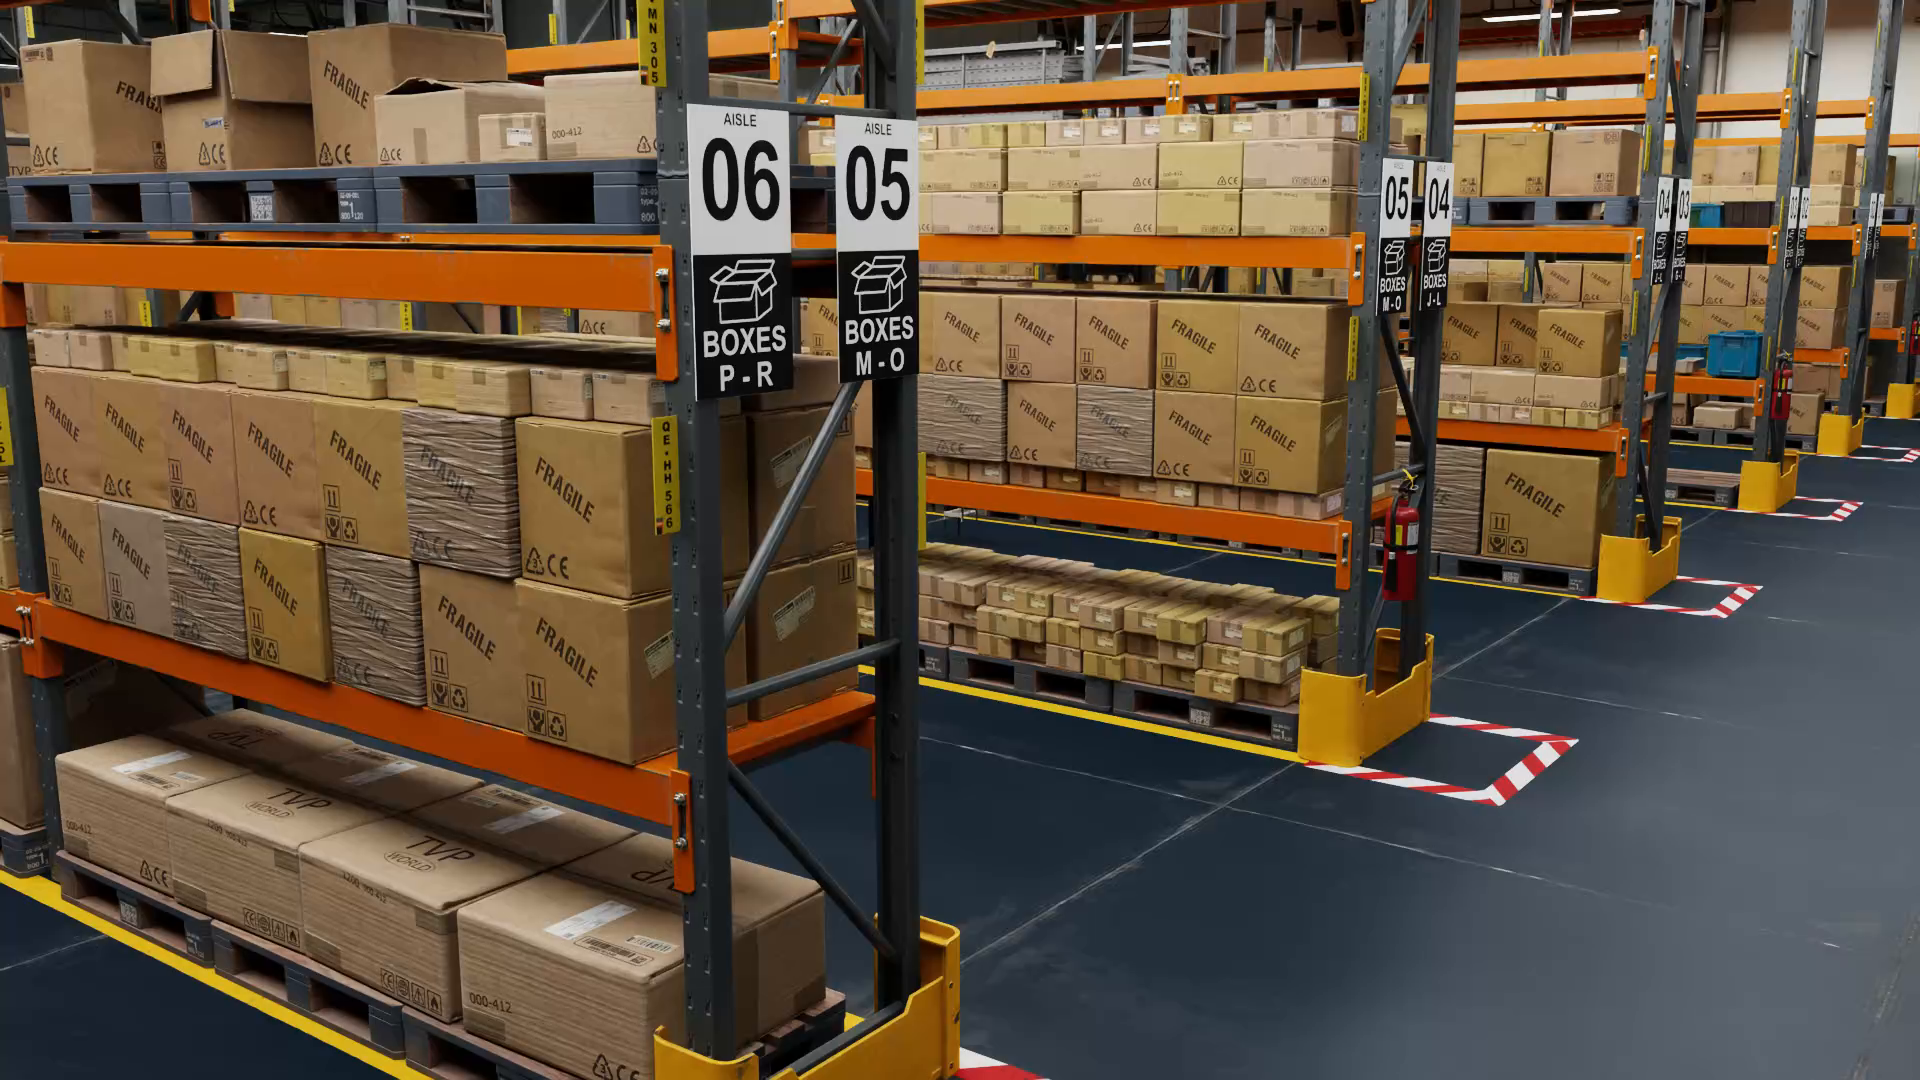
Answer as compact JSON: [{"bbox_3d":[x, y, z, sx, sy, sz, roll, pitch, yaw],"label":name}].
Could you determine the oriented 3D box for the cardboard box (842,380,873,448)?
[{"bbox_3d":[-0.604,-0.895,10.935,0.500,0.500,0.500,8,13,35],"label":"cardboard box"}]

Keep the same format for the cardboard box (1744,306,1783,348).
[{"bbox_3d":[10.312,-2.724,21.172,0.500,0.500,0.500,8,14,36],"label":"cardboard box"}]

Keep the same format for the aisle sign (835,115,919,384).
[{"bbox_3d":[-0.249,-0.888,5.100,0.004,0.787,0.394,8,13,36],"label":"aisle sign"}]

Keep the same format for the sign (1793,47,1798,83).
[{"bbox_3d":[8.007,-4.552,15.937,0.005,0.325,0.100,8,13,36],"label":"sign"}]

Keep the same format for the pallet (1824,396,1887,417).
[{"bbox_3d":[13.493,-2.077,25.428,1.213,0.211,1.003,8,13,36],"label":"pallet"}]

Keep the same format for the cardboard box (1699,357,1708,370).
[{"bbox_3d":[11.904,-2.640,26.472,0.500,0.500,0.700,8,13,35],"label":"cardboard box"}]

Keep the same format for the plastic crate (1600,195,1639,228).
[{"bbox_3d":[7.251,-3.507,17.747,0.767,0.338,0.504,8,13,36],"label":"plastic crate"}]

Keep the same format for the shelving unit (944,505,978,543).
[{"bbox_3d":[0.007,-0.441,15.160,0.210,0.900,0.258,8,13,36],"label":"shelving unit"}]

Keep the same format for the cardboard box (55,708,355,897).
[{"bbox_3d":[-3.260,1.113,7.237,0.875,0.438,0.875,8,13,35],"label":"cardboard box"}]

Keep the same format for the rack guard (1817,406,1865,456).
[{"bbox_3d":[11.193,-1.390,21.120,0.348,0.500,1.175,8,13,36],"label":"rack guard"}]

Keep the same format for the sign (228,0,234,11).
[{"bbox_3d":[-6.990,-5.221,15.879,0.005,0.325,0.100,8,13,36],"label":"sign"}]

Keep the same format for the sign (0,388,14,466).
[{"bbox_3d":[-4.016,-0.471,6.946,0.005,0.325,0.100,8,13,36],"label":"sign"}]

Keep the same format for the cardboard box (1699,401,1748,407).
[{"bbox_3d":[10.178,-1.692,22.179,0.500,0.250,0.500,8,13,36],"label":"cardboard box"}]

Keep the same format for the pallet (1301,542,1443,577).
[{"bbox_3d":[3.718,0.061,14.378,1.213,0.211,1.003,8,13,36],"label":"pallet"}]

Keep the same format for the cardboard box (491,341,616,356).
[{"bbox_3d":[-1.461,-0.630,6.006,0.250,0.149,0.380,8,14,36],"label":"cardboard box"}]

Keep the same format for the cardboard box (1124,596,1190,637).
[{"bbox_3d":[1.170,0.450,9.859,0.250,0.149,0.380,7,13,33],"label":"cardboard box"}]

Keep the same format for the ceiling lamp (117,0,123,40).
[{"bbox_3d":[-21.638,-13.210,44.475,0.800,3.185,2.000,8,13,36],"label":"ceiling lamp"}]

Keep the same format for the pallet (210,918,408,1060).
[{"bbox_3d":[-2.148,1.578,6.536,1.213,0.211,1.003,8,13,36],"label":"pallet"}]

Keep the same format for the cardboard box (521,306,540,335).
[{"bbox_3d":[-4.993,-2.759,20.566,0.500,0.500,0.875,8,13,36],"label":"cardboard box"}]

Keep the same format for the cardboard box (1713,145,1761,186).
[{"bbox_3d":[10.011,-4.786,21.298,0.500,0.500,0.700,8,13,36],"label":"cardboard box"}]

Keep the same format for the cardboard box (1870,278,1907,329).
[{"bbox_3d":[13.766,-3.571,25.020,0.700,0.700,0.980,9,14,38],"label":"cardboard box"}]

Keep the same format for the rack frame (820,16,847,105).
[{"bbox_3d":[-1.060,-4.938,17.081,0.127,3.000,1.000,8,13,36],"label":"rack frame"}]

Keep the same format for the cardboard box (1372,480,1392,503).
[{"bbox_3d":[2.303,-0.308,9.607,0.250,0.149,0.380,8,13,35],"label":"cardboard box"}]

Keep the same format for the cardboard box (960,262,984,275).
[{"bbox_3d":[0.410,-4.806,28.516,0.500,0.500,0.700,8,13,36],"label":"cardboard box"}]

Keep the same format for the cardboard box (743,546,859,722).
[{"bbox_3d":[-0.695,0.277,5.656,0.500,0.500,0.500,8,13,35],"label":"cardboard box"}]

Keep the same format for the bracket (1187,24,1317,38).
[{"bbox_3d":[4.565,-9.542,31.405,4.783,0.066,0.076,8,13,36],"label":"bracket"}]

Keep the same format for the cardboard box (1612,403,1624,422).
[{"bbox_3d":[5.297,-1.060,13.493,0.250,0.149,0.380,8,14,36],"label":"cardboard box"}]

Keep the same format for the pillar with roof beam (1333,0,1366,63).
[{"bbox_3d":[4.651,-6.832,26.873,0.548,9.000,9.100,8,13,36],"label":"pillar with roof beam"}]

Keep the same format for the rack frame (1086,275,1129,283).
[{"bbox_3d":[1.871,-2.750,21.570,0.127,3.000,1.000,8,13,36],"label":"rack frame"}]

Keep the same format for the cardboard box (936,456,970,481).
[{"bbox_3d":[0.059,-0.480,10.494,0.250,0.149,0.380,8,14,37],"label":"cardboard box"}]

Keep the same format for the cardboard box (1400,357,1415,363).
[{"bbox_3d":[3.911,-1.433,14.371,0.500,0.250,0.500,8,13,34],"label":"cardboard box"}]

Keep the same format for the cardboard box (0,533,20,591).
[{"bbox_3d":[-4.213,0.036,7.559,0.500,0.250,0.500,8,13,34],"label":"cardboard box"}]

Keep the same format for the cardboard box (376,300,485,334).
[{"bbox_3d":[-4.434,-1.836,13.948,0.500,0.500,0.700,8,13,35],"label":"cardboard box"}]

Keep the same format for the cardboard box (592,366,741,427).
[{"bbox_3d":[-0.886,-0.444,5.043,0.250,0.149,0.380,8,14,36],"label":"cardboard box"}]

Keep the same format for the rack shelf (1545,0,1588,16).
[{"bbox_3d":[9.642,-7.058,21.183,4.000,0.370,1.077,8,13,36],"label":"rack shelf"}]

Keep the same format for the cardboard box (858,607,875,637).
[{"bbox_3d":[-0.536,0.519,11.070,0.250,0.149,0.380,8,14,37],"label":"cardboard box"}]

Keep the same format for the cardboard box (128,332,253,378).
[{"bbox_3d":[-2.990,-0.723,6.484,0.250,0.149,0.380,8,13,35],"label":"cardboard box"}]

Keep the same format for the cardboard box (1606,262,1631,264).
[{"bbox_3d":[9.006,-3.524,22.674,0.500,0.500,0.500,8,13,34],"label":"cardboard box"}]

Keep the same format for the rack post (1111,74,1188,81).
[{"bbox_3d":[2.480,-5.584,20.619,0.937,0.300,0.954,8,13,36],"label":"rack post"}]

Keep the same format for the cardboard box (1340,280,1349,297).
[{"bbox_3d":[6.005,-3.578,24.479,0.700,0.500,0.500,-10,15,-42],"label":"cardboard box"}]

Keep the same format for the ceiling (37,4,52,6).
[{"bbox_3d":[-26.061,-14.855,44.654,6.000,0.001,6.000,8,13,36],"label":"ceiling"}]

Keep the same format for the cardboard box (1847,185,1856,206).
[{"bbox_3d":[10.994,-4.351,21.025,0.500,0.250,0.500,8,13,36],"label":"cardboard box"}]

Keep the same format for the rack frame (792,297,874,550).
[{"bbox_3d":[-0.854,-0.795,11.460,0.127,3.000,1.000,8,13,36],"label":"rack frame"}]

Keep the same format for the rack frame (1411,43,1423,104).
[{"bbox_3d":[7.735,-7.213,28.840,0.127,3.000,1.000,8,13,36],"label":"rack frame"}]

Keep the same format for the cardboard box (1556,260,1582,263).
[{"bbox_3d":[10.025,-4.463,27.348,0.500,0.250,0.500,8,14,37],"label":"cardboard box"}]

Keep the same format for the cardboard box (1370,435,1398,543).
[{"bbox_3d":[3.374,-0.518,14.518,0.875,0.875,0.875,8,13,36],"label":"cardboard box"}]

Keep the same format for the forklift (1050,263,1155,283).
[{"bbox_3d":[1.596,-2.173,18.767,1.130,2.935,3.031,-1,11,-3],"label":"forklift"}]

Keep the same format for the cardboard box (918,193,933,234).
[{"bbox_3d":[-0.228,-2.046,10.427,0.500,0.250,0.500,8,13,35],"label":"cardboard box"}]

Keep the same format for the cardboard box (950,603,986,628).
[{"bbox_3d":[0.147,0.445,10.672,0.250,0.149,0.380,9,14,38],"label":"cardboard box"}]

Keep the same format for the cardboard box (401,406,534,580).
[{"bbox_3d":[-1.446,-0.188,5.427,0.500,0.500,0.500,8,14,36],"label":"cardboard box"}]

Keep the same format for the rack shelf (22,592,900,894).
[{"bbox_3d":[-2.090,0.553,6.390,4.000,0.370,1.077,8,13,36],"label":"rack shelf"}]

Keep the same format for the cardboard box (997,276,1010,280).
[{"bbox_3d":[0.826,-4.381,28.025,0.250,0.149,0.380,7,13,34],"label":"cardboard box"}]

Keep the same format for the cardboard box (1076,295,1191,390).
[{"bbox_3d":[1.021,-1.158,9.661,0.500,0.500,0.500,9,14,38],"label":"cardboard box"}]

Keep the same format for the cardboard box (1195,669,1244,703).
[{"bbox_3d":[1.555,0.808,9.576,0.250,0.149,0.380,8,14,37],"label":"cardboard box"}]

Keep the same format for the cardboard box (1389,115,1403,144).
[{"bbox_3d":[2.244,-2.256,9.147,0.250,0.149,0.380,8,13,35],"label":"cardboard box"}]

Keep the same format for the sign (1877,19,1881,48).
[{"bbox_3d":[10.909,-6.008,19.737,0.005,0.325,0.100,8,13,36],"label":"sign"}]

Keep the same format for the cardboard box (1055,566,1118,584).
[{"bbox_3d":[0.817,0.287,10.702,0.250,0.149,0.380,8,14,36],"label":"cardboard box"}]
